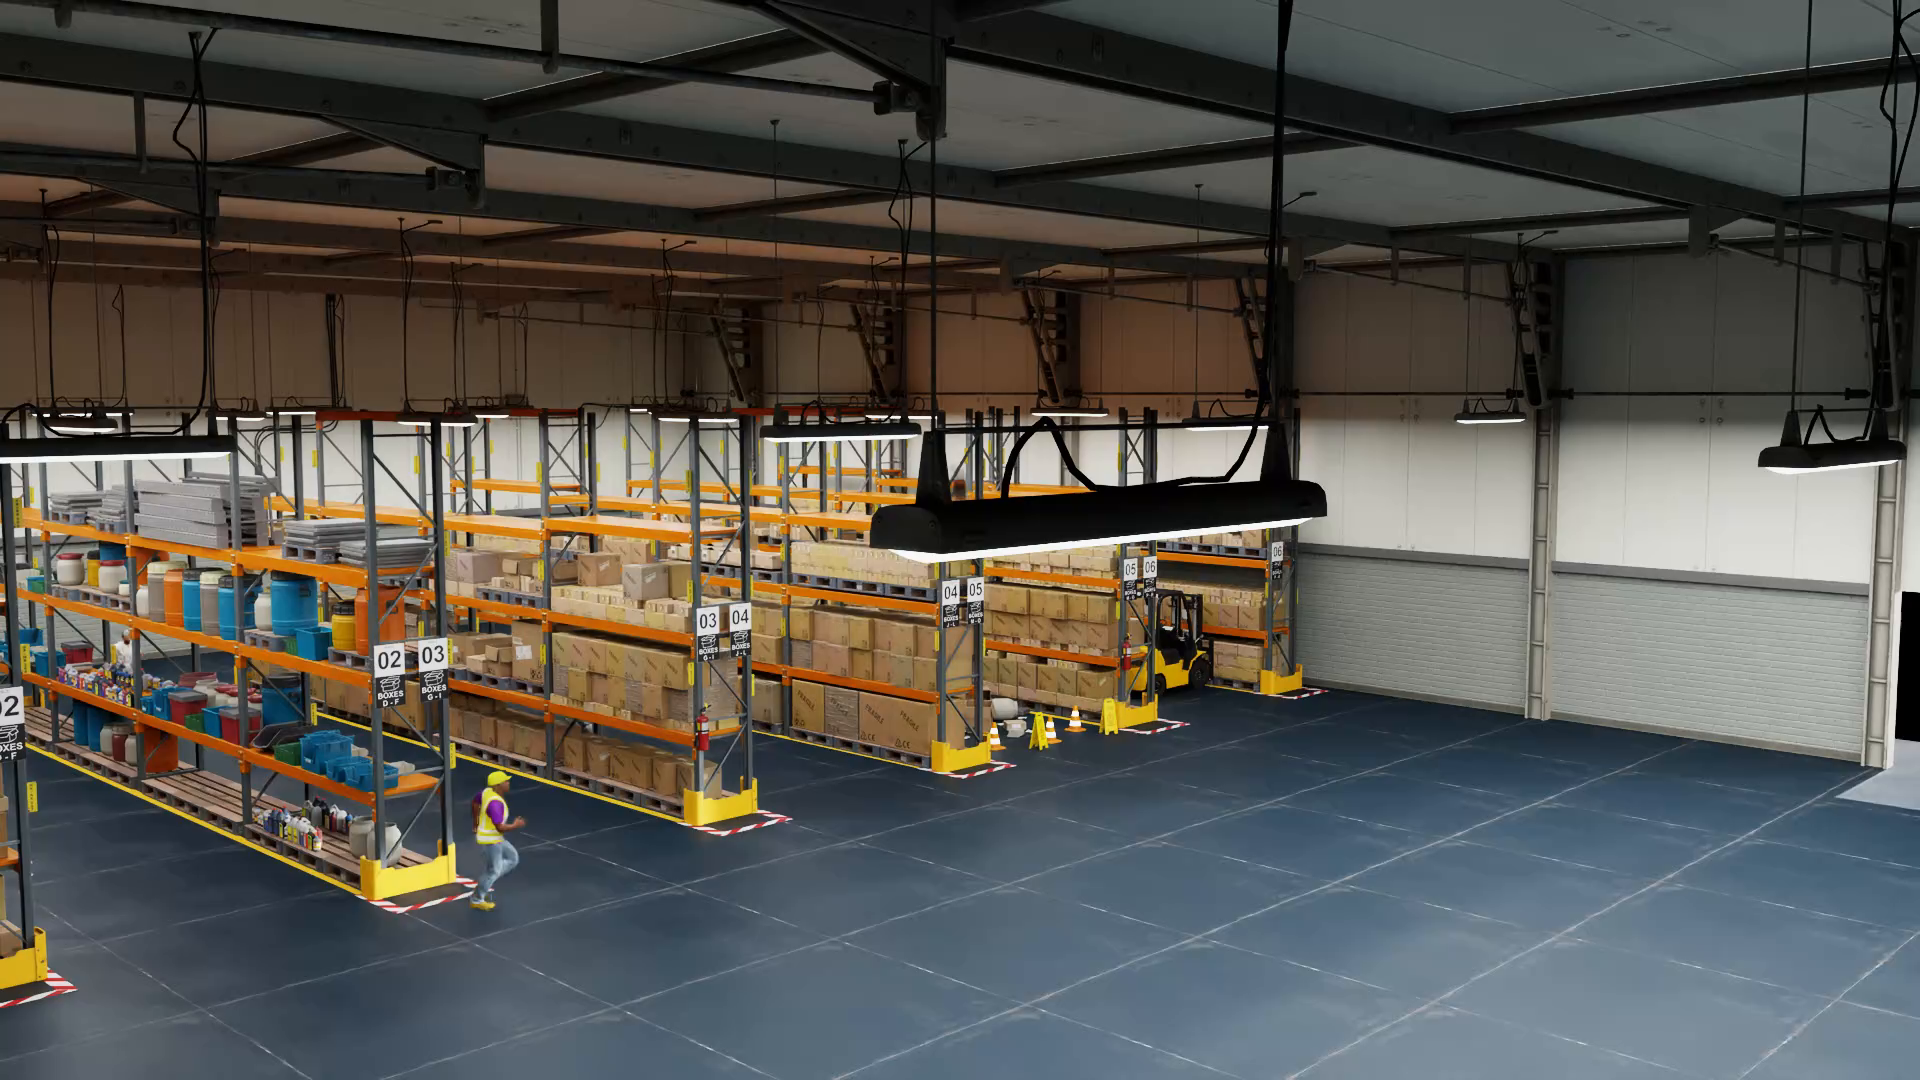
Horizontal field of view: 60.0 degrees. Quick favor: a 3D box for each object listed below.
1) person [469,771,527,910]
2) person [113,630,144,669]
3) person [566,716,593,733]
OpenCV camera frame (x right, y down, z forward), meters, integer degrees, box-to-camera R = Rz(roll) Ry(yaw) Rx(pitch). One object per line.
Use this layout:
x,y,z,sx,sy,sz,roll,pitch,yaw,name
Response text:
-5.670,3.663,20.377,0.700,1.705,0.746,-2,5,-20,person
-16.420,2.604,32.811,0.819,1.706,0.607,4,6,38,person
-7.066,2.681,30.988,0.899,1.828,0.669,3,6,32,person
